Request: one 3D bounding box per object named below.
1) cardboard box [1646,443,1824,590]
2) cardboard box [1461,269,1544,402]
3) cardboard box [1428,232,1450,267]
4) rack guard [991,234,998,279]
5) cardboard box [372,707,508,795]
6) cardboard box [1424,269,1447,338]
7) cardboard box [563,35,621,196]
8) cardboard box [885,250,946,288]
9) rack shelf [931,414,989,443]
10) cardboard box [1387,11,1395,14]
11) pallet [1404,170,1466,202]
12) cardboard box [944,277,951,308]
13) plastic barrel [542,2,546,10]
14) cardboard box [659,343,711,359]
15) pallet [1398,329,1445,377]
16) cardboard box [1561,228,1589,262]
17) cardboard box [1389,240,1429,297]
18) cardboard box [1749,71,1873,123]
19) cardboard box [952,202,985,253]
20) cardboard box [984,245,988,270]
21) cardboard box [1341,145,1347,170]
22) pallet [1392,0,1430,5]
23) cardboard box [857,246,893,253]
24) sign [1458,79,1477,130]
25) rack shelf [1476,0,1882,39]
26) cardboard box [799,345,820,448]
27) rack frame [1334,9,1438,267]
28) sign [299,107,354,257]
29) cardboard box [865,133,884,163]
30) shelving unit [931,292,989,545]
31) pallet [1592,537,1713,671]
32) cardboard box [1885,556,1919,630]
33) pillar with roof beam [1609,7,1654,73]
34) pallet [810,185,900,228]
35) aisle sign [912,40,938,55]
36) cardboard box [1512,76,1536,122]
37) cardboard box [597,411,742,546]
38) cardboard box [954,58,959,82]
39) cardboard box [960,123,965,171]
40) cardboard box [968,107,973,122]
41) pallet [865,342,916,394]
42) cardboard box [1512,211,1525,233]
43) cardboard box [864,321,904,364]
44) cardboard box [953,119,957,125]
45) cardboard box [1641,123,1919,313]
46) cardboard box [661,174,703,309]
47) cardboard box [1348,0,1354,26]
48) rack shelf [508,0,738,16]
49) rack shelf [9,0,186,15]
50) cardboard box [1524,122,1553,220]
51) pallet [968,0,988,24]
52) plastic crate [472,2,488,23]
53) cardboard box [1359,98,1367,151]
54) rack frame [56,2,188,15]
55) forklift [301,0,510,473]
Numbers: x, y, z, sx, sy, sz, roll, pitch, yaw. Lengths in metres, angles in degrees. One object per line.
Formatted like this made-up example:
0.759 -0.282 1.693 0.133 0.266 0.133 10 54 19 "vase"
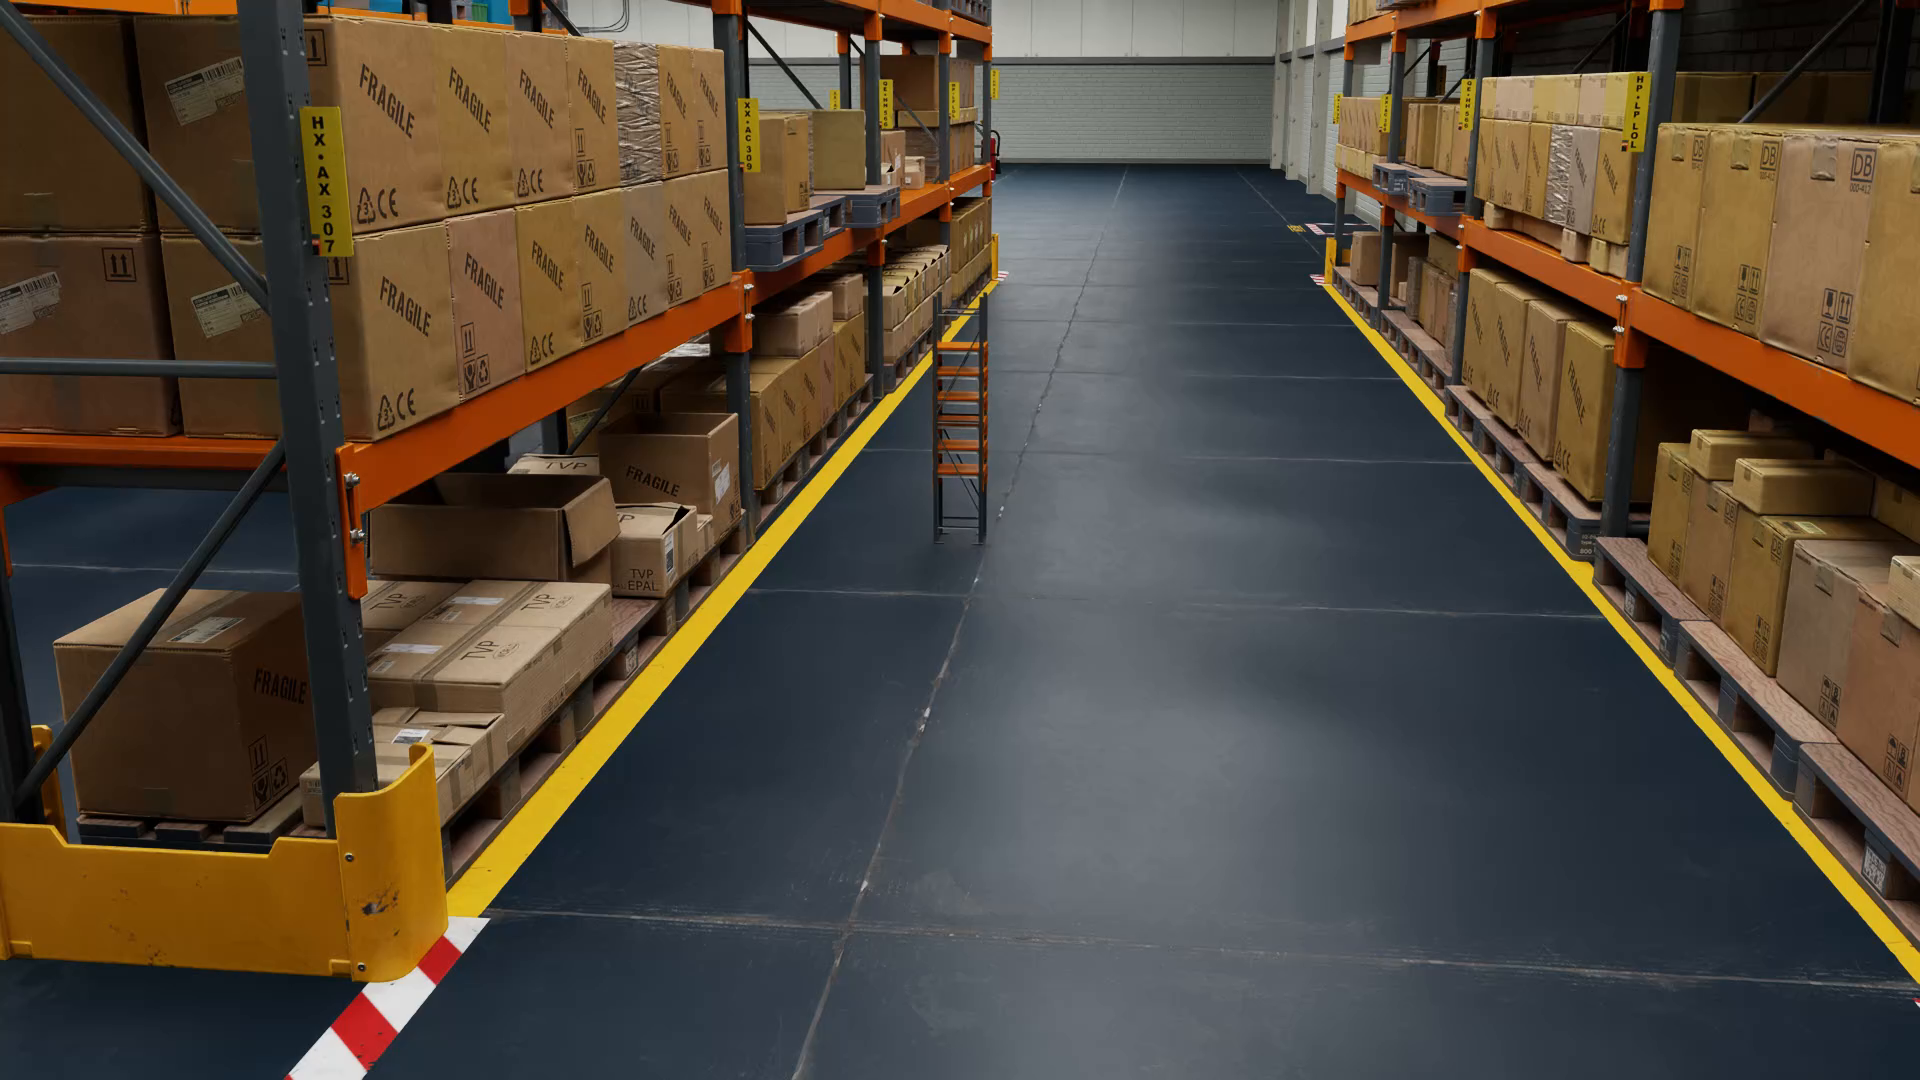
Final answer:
3.237 -0.091 6.735 0.700 0.500 0.500 2 15 7 "cardboard box"
3.661 -1.301 10.541 0.750 0.750 0.750 1 15 6 "cardboard box"
4.213 -2.423 13.884 0.500 0.250 0.500 1 15 5 "cardboard box"
-0.143 -3.342 19.565 1.175 0.500 0.348 2 15 6 "rack guard"
-1.534 0.599 4.786 0.380 0.166 0.250 2 15 6 "cardboard box"
4.153 -1.908 13.418 0.700 0.500 0.500 2 15 7 "cardboard box"
-1.470 -1.429 5.592 0.500 0.500 0.500 2 15 6 "cardboard box"
-0.410 -2.403 14.691 0.500 0.311 0.500 2 15 8 "cardboard box"
0.002 -0.540 8.031 0.258 0.103 0.180 2 15 6 "rack shelf"
4.137 -5.005 14.950 0.500 0.500 0.500 2 15 8 "cardboard box"
4.057 -2.745 12.935 1.003 0.211 1.213 2 15 6 "pallet"
-0.356 -2.265 15.254 0.500 0.250 0.500 2 15 6 "cardboard box"
-4.995 -6.418 18.777 0.600 0.830 0.708 2 15 6 "plastic barrel"
-1.608 -0.831 9.434 0.500 0.500 0.500 2 15 7 "cardboard box"
4.104 -1.495 13.287 1.003 0.211 1.213 2 15 6 "pallet"
3.230 -1.472 8.303 0.380 0.149 0.250 2 15 6 "cardboard box"
4.403 -2.637 16.112 0.500 0.500 0.500 1 15 2 "cardboard box"
3.734 -1.961 7.431 0.500 0.250 0.500 2 15 8 "cardboard box"
-0.009 -3.373 17.915 0.500 0.500 0.500 2 15 6 "cardboard box"
0.043 -3.140 18.493 0.500 0.250 0.500 2 15 6 "cardboard box"
4.362 -4.083 17.764 0.500 0.250 0.500 1 15 5 "cardboard box"
4.036 -4.292 12.901 1.213 0.211 1.003 2 15 6 "pallet"
-0.891 -2.552 15.241 0.500 0.311 0.500 2 15 6 "cardboard box"
3.334 -2.857 10.916 0.100 0.325 0.005 2 15 6 "sign"
3.648 -2.905 8.791 1.077 0.370 4.000 2 15 6 "rack shelf"
-1.090 -0.823 9.404 0.500 0.500 0.500 2 15 7 "cardboard box"
4.777 -4.398 18.680 1.000 3.000 0.127 2 15 6 "rack frame"
-1.412 -0.795 3.697 0.100 0.325 0.005 2 15 6 "sign"
-0.875 -2.952 13.141 0.500 0.500 0.500 1 15 3 "cardboard box"
0.002 -0.583 8.019 0.258 1.200 0.189 2 15 6 "shelving unit"
3.259 0.255 6.813 1.003 0.211 1.213 2 15 6 "pallet"
2.813 0.153 4.591 0.380 0.149 0.250 2 15 8 "cardboard box"
0.603 -5.658 11.845 9.100 9.000 0.400 2 15 6 "pillar with roof beam"
-1.055 -2.198 10.910 1.213 0.211 1.003 2 15 6 "pallet"
-0.443 -5.824 18.973 0.394 0.787 0.004 2 15 6 "aisle sign"
3.454 -2.507 9.451 0.500 0.250 0.500 2 15 7 "cardboard box"
-1.282 -0.280 7.398 0.500 0.500 0.500 2 15 6 "cardboard box"
-0.383 -4.686 17.067 0.700 0.500 0.500 2 15 6 "cardboard box"
-0.327 -4.206 17.777 0.700 0.500 0.500 2 15 7 "cardboard box"
-0.056 -4.665 18.235 0.380 0.149 0.250 1 15 5 "cardboard box"
-0.917 -1.334 12.692 1.003 0.211 1.213 2 15 6 "pallet"
3.550 -1.933 10.005 0.380 0.149 0.250 2 15 6 "cardboard box"
-0.697 -1.471 12.317 0.500 0.250 0.500 2 15 6 "cardboard box"
-0.233 -4.265 16.755 0.380 0.149 0.250 1 15 5 "cardboard box"
3.345 -1.290 6.612 0.980 0.700 0.700 2 15 7 "cardboard box"
-1.358 -1.208 6.691 0.500 0.500 0.500 2 15 8 "cardboard box"
4.491 -5.825 17.979 0.500 0.500 0.500 2 15 8 "cardboard box"
-1.725 -2.013 5.490 1.077 0.370 4.000 2 15 6 "rack shelf"
-6.195 -3.197 9.870 1.077 0.370 4.000 2 15 6 "rack shelf"
3.389 -2.007 9.037 0.500 0.500 0.500 2 15 8 "cardboard box"
-0.251 -5.766 18.161 1.003 0.211 1.213 2 15 6 "pallet"
-5.070 -5.399 17.042 0.336 0.188 0.450 2 15 6 "plastic crate"
4.190 -4.051 16.211 0.500 0.500 0.500 1 15 5 "cardboard box"
-5.970 -2.615 12.086 1.000 3.000 0.127 2 15 6 "rack frame"
-3.453 -2.048 10.122 1.130 2.935 3.031 -4 16 -16 "forklift"
